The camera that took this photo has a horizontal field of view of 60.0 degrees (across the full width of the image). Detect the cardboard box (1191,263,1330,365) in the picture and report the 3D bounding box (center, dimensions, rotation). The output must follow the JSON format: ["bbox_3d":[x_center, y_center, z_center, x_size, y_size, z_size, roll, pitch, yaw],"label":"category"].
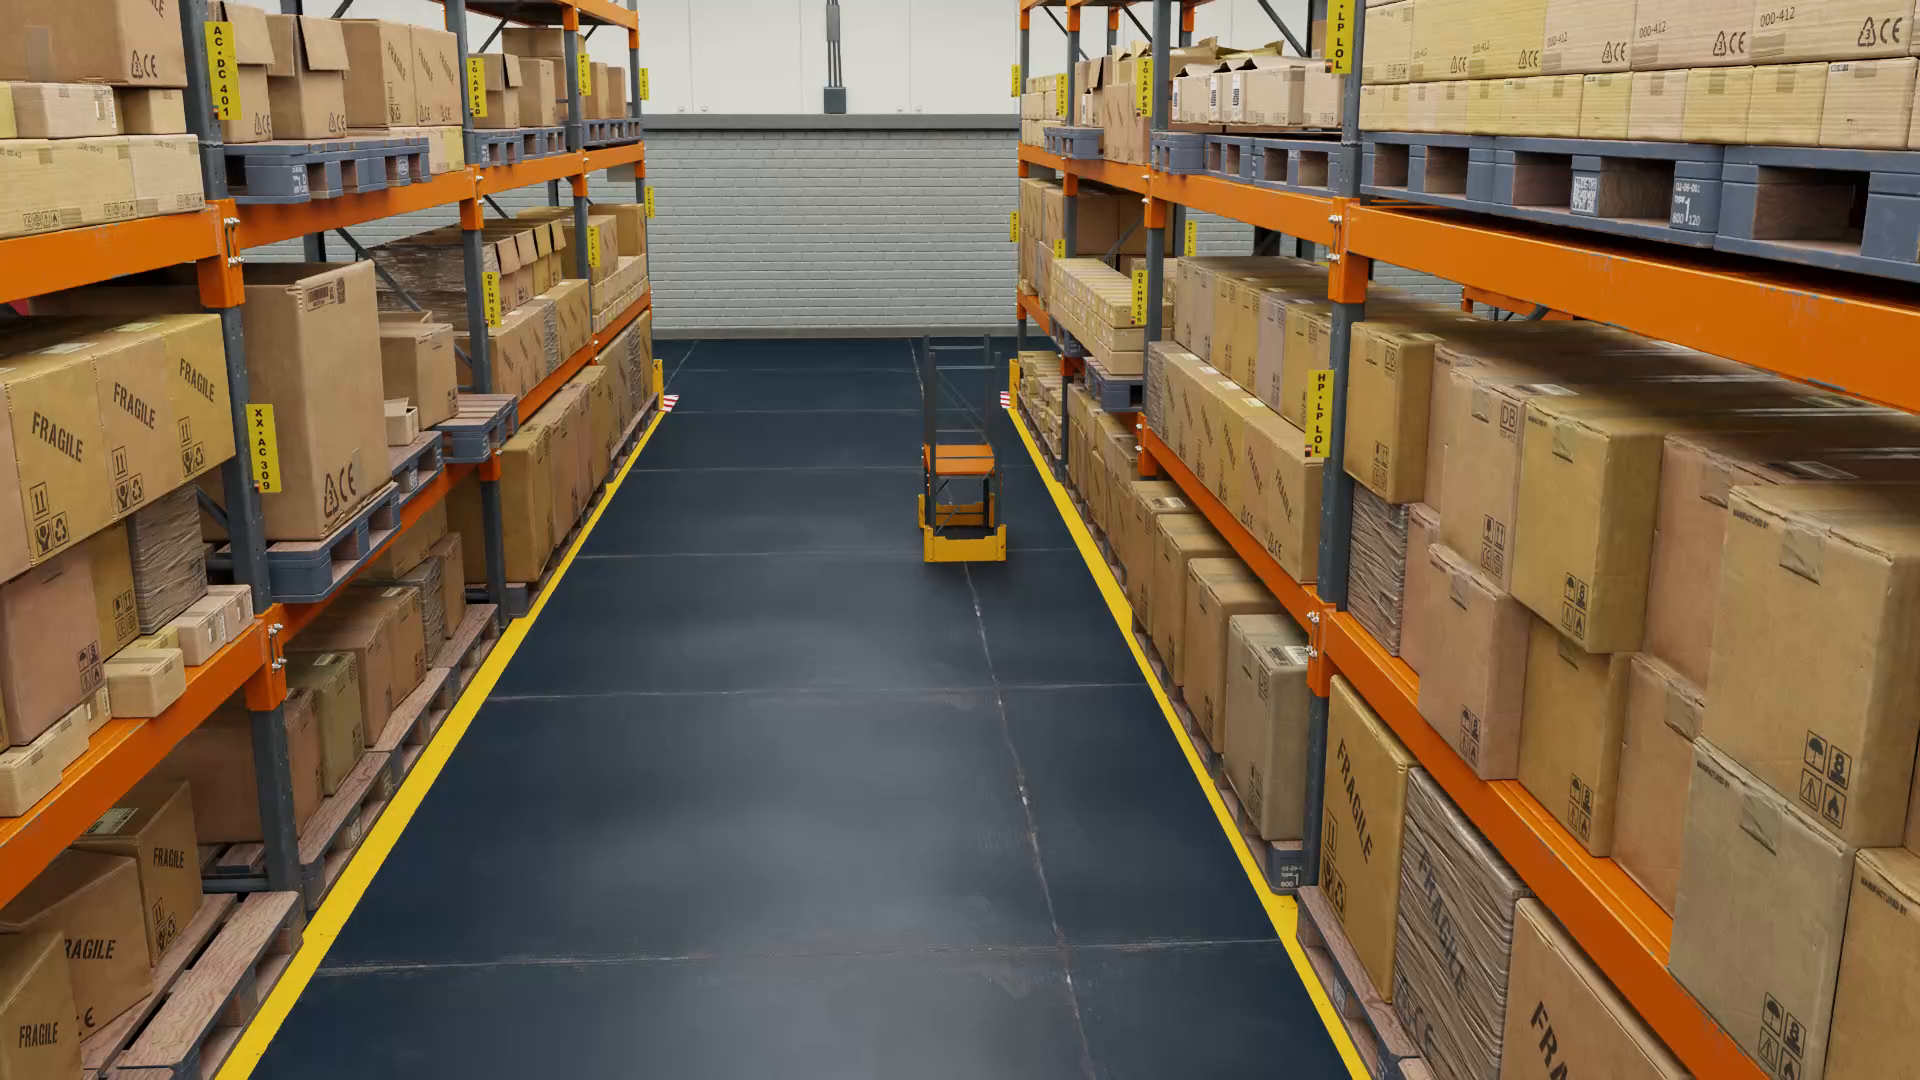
[{"bbox_3d":[1.676,-1.244,9.136,0.700,0.500,0.500,-1,14,-4],"label":"cardboard box"}]

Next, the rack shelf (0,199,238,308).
[{"bbox_3d":[-2.960,-0.510,3.913,1.077,0.370,4.000,-1,14,-3],"label":"rack shelf"}]

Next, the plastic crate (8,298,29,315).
[{"bbox_3d":[-8.328,-2.102,14.428,0.402,0.464,0.583,-1,14,-3],"label":"plastic crate"}]

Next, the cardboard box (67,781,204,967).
[{"bbox_3d":[-3.099,1.204,6.000,0.500,0.500,0.500,-1,14,-5],"label":"cardboard box"}]

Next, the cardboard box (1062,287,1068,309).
[{"bbox_3d":[0.994,-1.872,12.845,0.380,0.149,0.250,-2,15,-6],"label":"cardboard box"}]

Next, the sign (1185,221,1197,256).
[{"bbox_3d":[1.931,-2.514,13.955,0.100,0.325,0.005,-1,14,-3],"label":"sign"}]

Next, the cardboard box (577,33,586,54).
[{"bbox_3d":[-3.712,-4.501,15.232,0.500,0.250,0.500,-1,14,-5],"label":"cardboard box"}]

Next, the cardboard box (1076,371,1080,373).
[{"bbox_3d":[1.410,-1.713,17.446,0.380,0.149,0.250,-1,14,-5],"label":"cardboard box"}]

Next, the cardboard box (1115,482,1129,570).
[{"bbox_3d":[1.324,-0.102,11.076,0.500,0.500,0.500,-1,14,-4],"label":"cardboard box"}]

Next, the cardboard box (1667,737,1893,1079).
[{"bbox_3d":[1.997,0.740,3.331,0.875,0.550,0.550,-1,14,-3],"label":"cardboard box"}]

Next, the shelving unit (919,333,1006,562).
[{"bbox_3d":[0.005,-0.707,12.266,0.587,1.500,1.083,-1,14,-3],"label":"shelving unit"}]

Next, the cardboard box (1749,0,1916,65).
[{"bbox_3d":[1.782,-0.978,2.947,0.500,0.250,0.500,-1,14,-3],"label":"cardboard box"}]

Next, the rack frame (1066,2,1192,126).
[{"bbox_3d":[1.378,-4.850,13.315,1.000,3.000,0.127,-1,14,-3],"label":"rack frame"}]

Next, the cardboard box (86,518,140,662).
[{"bbox_3d":[-3.122,0.142,5.156,0.875,0.500,0.500,-1,14,-3],"label":"cardboard box"}]

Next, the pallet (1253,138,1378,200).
[{"bbox_3d":[1.767,-1.542,6.863,0.805,0.209,1.217,-1,15,-6],"label":"pallet"}]

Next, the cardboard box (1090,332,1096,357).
[{"bbox_3d":[1.094,-1.334,11.354,0.380,0.149,0.250,-1,14,-4],"label":"cardboard box"}]

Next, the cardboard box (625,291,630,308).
[{"bbox_3d":[-3.382,-2.302,15.959,0.380,0.149,0.250,-1,14,-2],"label":"cardboard box"}]

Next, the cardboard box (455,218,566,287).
[{"bbox_3d":[-3.531,-2.268,13.109,0.797,0.503,0.637,-1,14,-5],"label":"cardboard box"}]

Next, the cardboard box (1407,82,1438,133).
[{"bbox_3d":[1.588,-1.315,5.059,0.380,0.149,0.250,-1,14,-4],"label":"cardboard box"}]

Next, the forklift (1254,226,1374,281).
[{"bbox_3d":[3.202,-2.089,14.764,1.130,2.935,3.031,-2,15,-6],"label":"forklift"}]

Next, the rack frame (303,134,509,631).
[{"bbox_3d":[-3.331,-0.898,9.996,1.000,3.000,0.127,-1,14,-3],"label":"rack frame"}]

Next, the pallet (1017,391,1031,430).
[{"bbox_3d":[1.149,-1.367,17.416,1.003,0.211,1.213,-1,14,-3],"label":"pallet"}]

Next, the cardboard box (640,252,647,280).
[{"bbox_3d":[-3.532,-2.843,17.258,0.500,0.250,0.500,-1,14,-4],"label":"cardboard box"}]

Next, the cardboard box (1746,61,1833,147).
[{"bbox_3d":[1.716,-0.809,3.094,0.380,0.149,0.250,-1,14,-3],"label":"cardboard box"}]

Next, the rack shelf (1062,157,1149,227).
[{"bbox_3d":[1.501,-2.551,11.845,1.077,0.370,4.000,-1,14,-3],"label":"rack shelf"}]

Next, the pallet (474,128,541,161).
[{"bbox_3d":[-3.496,-2.697,11.346,1.003,0.211,1.213,0,14,-1],"label":"pallet"}]

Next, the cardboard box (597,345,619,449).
[{"bbox_3d":[-3.540,-1.232,14.718,0.875,0.875,0.875,-1,14,-3],"label":"cardboard box"}]

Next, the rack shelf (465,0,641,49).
[{"bbox_3d":[-3.703,-4.753,15.188,1.077,0.370,4.000,-1,14,-3],"label":"rack shelf"}]

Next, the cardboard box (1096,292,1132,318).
[{"bbox_3d":[1.108,-1.562,11.044,0.380,0.149,0.250,0,14,-2],"label":"cardboard box"}]

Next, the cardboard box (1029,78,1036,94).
[{"bbox_3d":[0.879,-4.477,16.386,0.380,0.149,0.250,-1,14,-3],"label":"cardboard box"}]

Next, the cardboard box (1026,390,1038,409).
[{"bbox_3d":[0.869,-1.436,16.965,0.380,0.149,0.250,-1,14,-3],"label":"cardboard box"}]

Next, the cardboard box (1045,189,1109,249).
[{"bbox_3d":[1.041,-2.862,14.826,0.500,0.500,0.500,-1,14,-5],"label":"cardboard box"}]

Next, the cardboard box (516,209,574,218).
[{"bbox_3d":[-3.998,-2.945,16.154,0.500,0.500,0.500,-1,14,-5],"label":"cardboard box"}]

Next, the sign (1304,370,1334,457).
[{"bbox_3d":[1.332,-0.466,6.154,0.100,0.325,0.005,-1,14,-3],"label":"sign"}]

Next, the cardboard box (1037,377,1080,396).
[{"bbox_3d":[0.942,-1.463,15.876,0.380,0.149,0.250,-1,14,-5],"label":"cardboard box"}]

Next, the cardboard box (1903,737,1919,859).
[{"bbox_3d":[2.137,0.352,2.671,0.875,0.550,0.550,-1,14,-3],"label":"cardboard box"}]

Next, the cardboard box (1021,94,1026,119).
[{"bbox_3d":[0.898,-4.445,17.062,0.500,0.250,0.500,-1,14,-3],"label":"cardboard box"}]

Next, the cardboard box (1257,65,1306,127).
[{"bbox_3d":[1.577,-1.890,7.090,0.500,0.250,0.500,-1,14,-4],"label":"cardboard box"}]

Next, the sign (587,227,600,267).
[{"bbox_3d":[-3.038,-2.426,13.770,0.100,0.325,0.005,-1,14,-3],"label":"sign"}]

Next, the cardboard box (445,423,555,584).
[{"bbox_3d":[-3.353,-0.244,10.877,1.225,0.875,0.875,-2,15,-6],"label":"cardboard box"}]

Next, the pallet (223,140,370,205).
[{"bbox_3d":[-3.015,-1.420,6.383,1.213,0.211,1.003,-1,14,-3],"label":"pallet"}]

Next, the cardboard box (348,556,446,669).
[{"bbox_3d":[-3.223,0.404,9.071,0.700,0.500,0.500,-2,15,-8],"label":"cardboard box"}]

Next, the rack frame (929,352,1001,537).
[{"bbox_3d":[0.037,-0.579,11.766,0.500,1.500,0.032,-1,14,-3],"label":"rack frame"}]

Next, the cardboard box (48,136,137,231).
[{"bbox_3d":[-2.773,-1.044,4.845,0.500,0.250,0.500,-1,14,-2],"label":"cardboard box"}]

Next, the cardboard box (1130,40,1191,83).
[{"bbox_3d":[1.294,-3.045,10.585,0.396,0.266,0.258,-1,14,-3],"label":"cardboard box"}]

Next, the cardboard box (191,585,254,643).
[{"bbox_3d":[-2.777,0.267,5.971,0.380,0.149,0.250,-1,14,-3],"label":"cardboard box"}]

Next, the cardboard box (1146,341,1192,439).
[{"bbox_3d":[1.384,-0.882,9.734,0.500,0.500,0.500,-1,14,-3],"label":"cardboard box"}]

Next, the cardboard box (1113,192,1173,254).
[{"bbox_3d":[1.593,-2.737,14.339,0.500,0.500,0.500,-1,14,-2],"label":"cardboard box"}]

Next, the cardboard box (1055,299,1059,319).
[{"bbox_3d":[0.966,-1.852,13.366,0.380,0.149,0.250,-1,14,-3],"label":"cardboard box"}]

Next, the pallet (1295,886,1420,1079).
[{"bbox_3d":[1.842,1.586,5.938,1.003,0.211,1.213,-1,14,-3],"label":"pallet"}]

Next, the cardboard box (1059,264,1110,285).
[{"bbox_3d":[0.979,-2.076,13.042,0.380,0.149,0.250,-1,14,-3],"label":"cardboard box"}]

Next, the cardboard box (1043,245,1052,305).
[{"bbox_3d":[1.035,-2.382,14.966,0.500,0.500,0.500,-1,14,-5],"label":"cardboard box"}]

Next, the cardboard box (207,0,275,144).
[{"bbox_3d":[-3.014,-1.728,6.151,0.797,0.503,0.637,-2,15,-6],"label":"cardboard box"}]

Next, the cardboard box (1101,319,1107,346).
[{"bbox_3d":[1.122,-1.357,10.846,0.380,0.149,0.250,0,14,-1],"label":"cardboard box"}]

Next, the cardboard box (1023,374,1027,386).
[{"bbox_3d":[0.867,-1.703,17.405,0.380,0.149,0.250,-1,14,-4],"label":"cardboard box"}]

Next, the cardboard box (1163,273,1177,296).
[{"bbox_3d":[1.677,-1.893,12.331,0.380,0.149,0.250,-2,15,-6],"label":"cardboard box"}]
